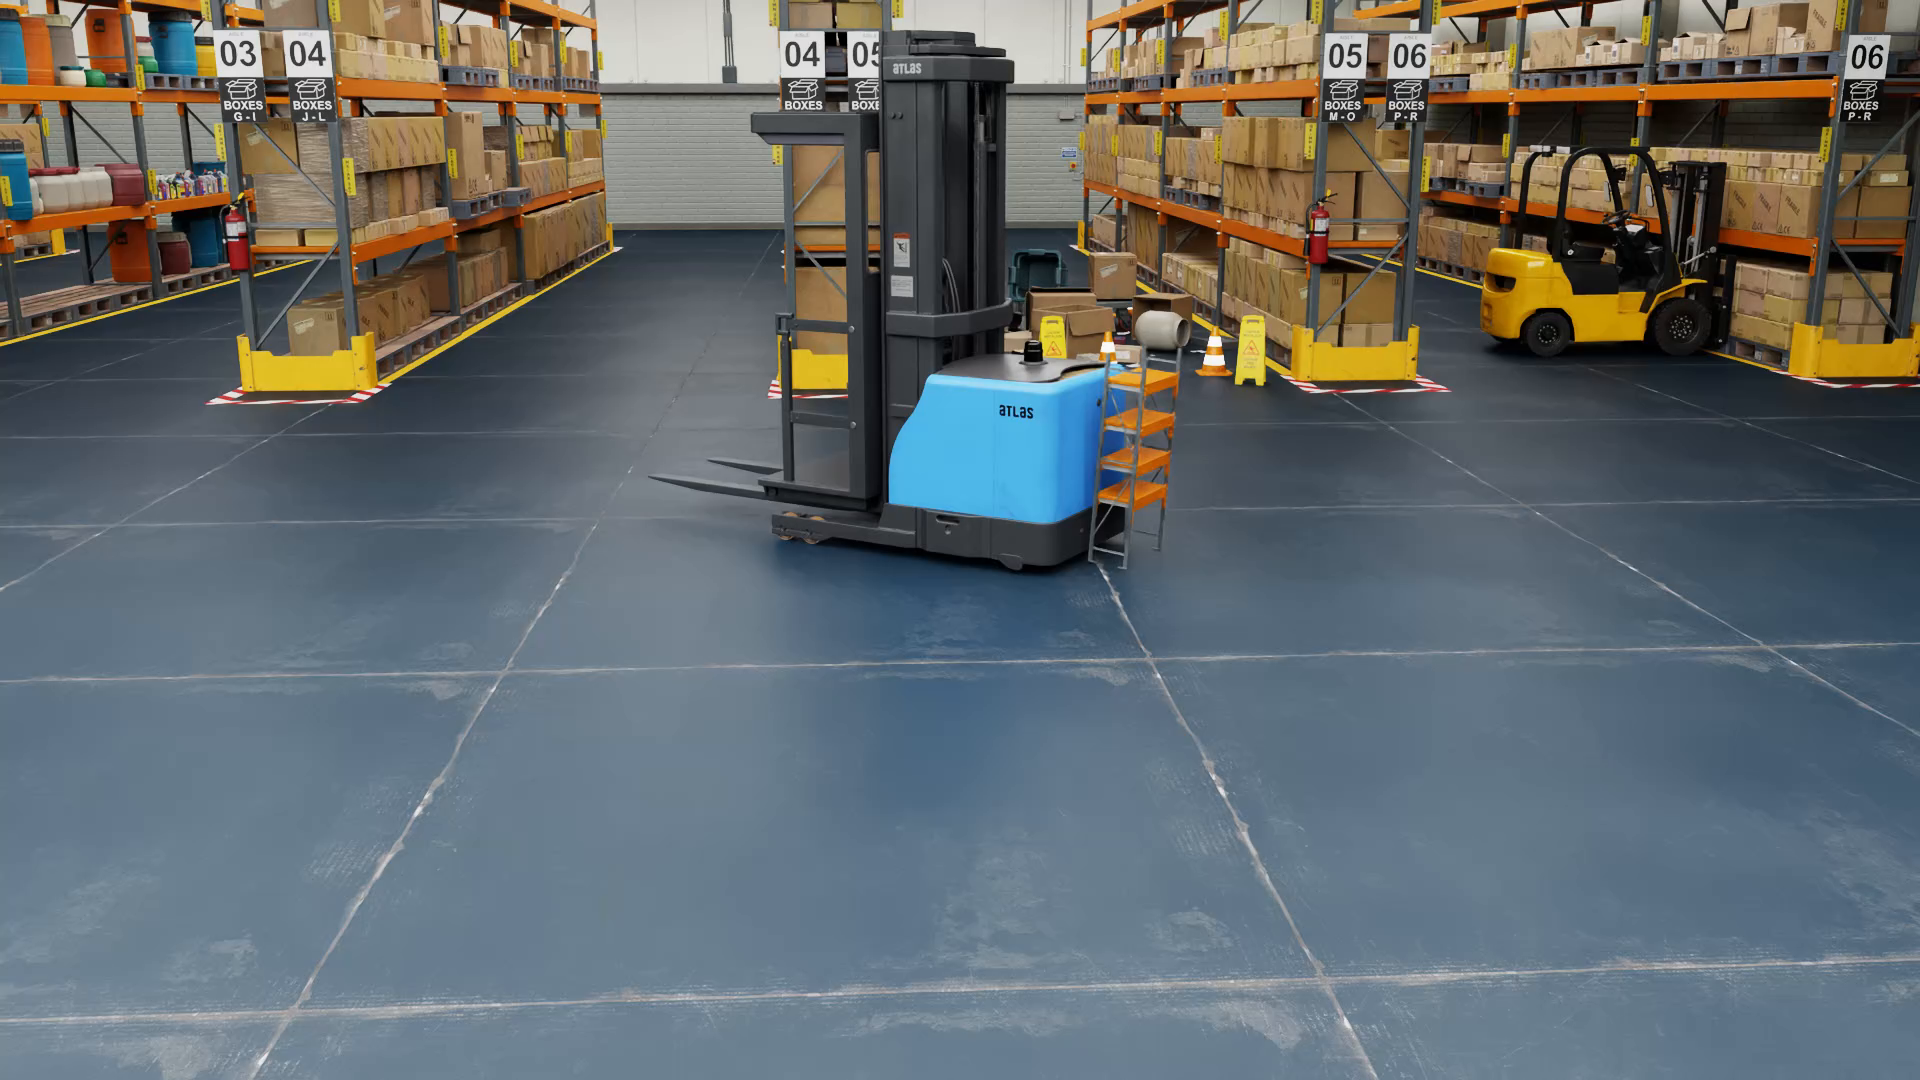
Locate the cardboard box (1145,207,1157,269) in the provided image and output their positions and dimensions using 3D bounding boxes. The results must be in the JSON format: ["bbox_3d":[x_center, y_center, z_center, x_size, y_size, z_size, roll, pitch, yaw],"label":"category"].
[{"bbox_3d":[3.316,-4.569,25.187,0.875,0.875,0.875,-1,14,-3],"label":"cardboard box"}]

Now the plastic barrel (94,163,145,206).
[{"bbox_3d":[-11.176,-4.726,22.100,0.600,0.536,0.708,-1,14,-3],"label":"plastic barrel"}]

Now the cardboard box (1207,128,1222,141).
[{"bbox_3d":[3.265,-4.998,20.488,0.380,0.149,0.250,-1,14,-5],"label":"cardboard box"}]

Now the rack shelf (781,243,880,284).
[{"bbox_3d":[-1.236,-3.058,17.335,1.077,0.370,4.000,-1,14,-3],"label":"rack shelf"}]

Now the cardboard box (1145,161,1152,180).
[{"bbox_3d":[3.008,-5.413,24.344,0.500,0.250,0.500,-1,14,-5],"label":"cardboard box"}]

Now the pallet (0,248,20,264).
[{"bbox_3d":[-16.820,-4.814,28.314,1.003,0.211,1.213,-1,14,-3],"label":"pallet"}]

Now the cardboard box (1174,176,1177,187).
[{"bbox_3d":[3.116,-4.858,22.551,0.380,0.149,0.250,-2,15,-7],"label":"cardboard box"}]

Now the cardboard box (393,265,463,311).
[{"bbox_3d":[-6.333,-3.008,19.830,0.700,0.500,0.500,-2,15,-8],"label":"cardboard box"}]

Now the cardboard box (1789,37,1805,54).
[{"bbox_3d":[8.422,-4.872,16.384,0.380,0.149,0.250,-1,14,-5],"label":"cardboard box"}]

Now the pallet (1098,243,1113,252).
[{"bbox_3d":[3.031,-5.139,29.575,1.003,0.211,1.213,-1,14,-3],"label":"pallet"}]

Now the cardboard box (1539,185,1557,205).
[{"bbox_3d":[8.130,-4.638,22.332,0.500,0.250,0.500,-1,14,-5],"label":"cardboard box"}]

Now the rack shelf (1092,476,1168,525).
[{"bbox_3d":[0.977,-0.229,9.537,0.258,0.148,0.480,13,19,27],"label":"rack shelf"}]

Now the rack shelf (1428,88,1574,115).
[{"bbox_3d":[8.157,-6.679,25.390,1.077,0.370,4.000,-1,14,-3],"label":"rack shelf"}]

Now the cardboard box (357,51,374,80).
[{"bbox_3d":[-5.878,-4.489,15.736,0.500,0.250,0.500,-1,14,-5],"label":"cardboard box"}]

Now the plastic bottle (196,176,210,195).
[{"bbox_3d":[-11.332,-5.305,24.873,0.152,0.276,0.135,-1,14,-3],"label":"plastic bottle"}]

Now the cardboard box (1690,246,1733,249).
[{"bbox_3d":[8.752,-3.319,19.576,0.500,0.250,0.500,-1,14,-2],"label":"cardboard box"}]

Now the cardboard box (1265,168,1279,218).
[{"bbox_3d":[3.460,-3.583,17.133,0.500,0.500,0.500,-1,14,-4],"label":"cardboard box"}]

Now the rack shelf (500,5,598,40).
[{"bbox_3d":[-6.936,-8.702,28.036,1.077,0.370,4.000,-1,14,-3],"label":"rack shelf"}]

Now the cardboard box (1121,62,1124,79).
[{"bbox_3d":[2.761,-7.456,26.392,0.396,0.266,0.258,-1,14,-4],"label":"cardboard box"}]

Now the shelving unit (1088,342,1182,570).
[{"bbox_3d":[0.995,-0.484,9.461,0.258,1.200,0.503,13,19,27],"label":"shelving unit"}]

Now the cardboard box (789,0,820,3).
[{"bbox_3d":[-1.471,-4.956,15.111,0.380,0.149,0.250,-1,14,-3],"label":"cardboard box"}]

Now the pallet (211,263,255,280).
[{"bbox_3d":[-11.749,-4.222,26.013,1.003,0.211,1.213,-1,14,-3],"label":"pallet"}]

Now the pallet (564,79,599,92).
[{"bbox_3d":[-7.003,-8.062,29.498,1.003,0.211,1.213,-1,14,-3],"label":"pallet"}]

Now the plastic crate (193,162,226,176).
[{"bbox_3d":[-12.125,-5.897,26.839,0.392,0.384,0.575,-1,14,-3],"label":"plastic crate"}]

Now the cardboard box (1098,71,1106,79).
[{"bbox_3d":[2.669,-8.298,29.699,0.380,0.149,0.250,0,14,-1],"label":"cardboard box"}]

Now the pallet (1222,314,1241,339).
[{"bbox_3d":[3.652,-2.488,19.273,1.003,0.211,1.213,-1,14,-3],"label":"pallet"}]

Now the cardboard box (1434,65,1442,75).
[{"bbox_3d":[7.680,-7.384,26.146,0.380,0.149,0.250,-1,14,-3],"label":"cardboard box"}]

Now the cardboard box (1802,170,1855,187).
[{"bbox_3d":[8.475,-3.532,16.233,0.380,0.149,0.250,-1,14,-3],"label":"cardboard box"}]

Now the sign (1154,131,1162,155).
[{"bbox_3d":[2.773,-5.551,23.259,0.100,0.325,0.005,-1,14,-3],"label":"sign"}]

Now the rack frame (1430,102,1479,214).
[{"bbox_3d":[8.033,-6.072,27.607,1.000,3.000,0.127,-1,14,-3],"label":"rack frame"}]

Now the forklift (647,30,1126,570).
[{"bbox_3d":[-0.545,-1.499,9.968,3.031,2.935,1.130,8,17,29],"label":"forklift"}]

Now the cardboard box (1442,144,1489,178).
[{"bbox_3d":[7.920,-5.876,25.802,0.700,0.500,0.500,-1,14,-4],"label":"cardboard box"}]

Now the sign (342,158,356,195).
[{"bbox_3d":[-5.527,-3.285,15.037,0.100,0.325,0.005,-1,14,-3],"label":"sign"}]

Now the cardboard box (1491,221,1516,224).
[{"bbox_3d":[8.426,-4.840,25.689,0.380,0.149,0.250,-1,14,-3],"label":"cardboard box"}]

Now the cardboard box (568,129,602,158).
[{"bbox_3d":[-6.767,-7.154,30.011,0.500,0.500,0.500,-1,14,-3],"label":"cardboard box"}]

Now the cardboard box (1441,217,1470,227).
[{"bbox_3d":[7.942,-5.087,26.648,0.380,0.149,0.250,-1,14,-4],"label":"cardboard box"}]

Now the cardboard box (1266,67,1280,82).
[{"bbox_3d":[3.382,-4.807,17.174,0.380,0.149,0.250,-1,14,-4],"label":"cardboard box"}]

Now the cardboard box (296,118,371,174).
[{"bbox_3d":[-5.830,-3.675,15.486,0.500,0.500,0.500,-1,14,-3],"label":"cardboard box"}]

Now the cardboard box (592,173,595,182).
[{"bbox_3d":[-6.644,-6.377,29.297,0.380,0.149,0.250,-1,14,-5],"label":"cardboard box"}]

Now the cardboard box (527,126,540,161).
[{"bbox_3d":[-6.679,-5.892,24.693,0.797,0.503,0.637,0,14,-2],"label":"cardboard box"}]

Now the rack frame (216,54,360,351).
[{"bbox_3d":[-6.068,-2.857,15.112,1.000,3.000,0.127,-1,14,-3],"label":"rack frame"}]

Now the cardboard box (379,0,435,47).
[{"bbox_3d":[-6.034,-5.631,18.073,0.500,0.500,0.500,-1,14,-5],"label":"cardboard box"}]

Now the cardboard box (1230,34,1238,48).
[{"bbox_3d":[3.268,-5.639,18.807,0.380,0.149,0.250,-1,14,-4],"label":"cardboard box"}]

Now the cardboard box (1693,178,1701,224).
[{"bbox_3d":[8.377,-3.762,18.426,0.500,0.500,0.500,-1,14,-4],"label":"cardboard box"}]

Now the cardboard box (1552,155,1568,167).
[{"bbox_3d":[8.097,-5.035,22.075,0.380,0.149,0.250,-1,14,-2],"label":"cardboard box"}]

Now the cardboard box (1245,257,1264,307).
[{"bbox_3d":[3.417,-2.827,18.165,0.500,0.500,0.500,0,14,-1],"label":"cardboard box"}]

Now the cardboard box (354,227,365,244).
[{"bbox_3d":[-5.844,-2.873,15.676,0.380,0.149,0.250,-1,14,-3],"label":"cardboard box"}]

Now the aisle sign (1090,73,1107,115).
[{"bbox_3d":[2.537,-8.262,30.900,0.394,0.787,0.004,-1,14,-3],"label":"aisle sign"}]

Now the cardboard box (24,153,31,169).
[{"bbox_3d":[-16.612,-6.497,29.057,0.500,0.500,0.500,-1,14,-3],"label":"cardboard box"}]

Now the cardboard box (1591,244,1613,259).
[{"bbox_3d":[8.445,-3.459,21.372,0.875,0.625,0.625,-1,14,-4],"label":"cardboard box"}]

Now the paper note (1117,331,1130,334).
[{"bbox_3d":[1.905,-2.409,19.328,0.148,0.019,0.142,-1,14,-3],"label":"paper note"}]

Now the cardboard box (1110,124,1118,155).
[{"bbox_3d":[2.774,-6.641,27.608,0.500,0.500,0.500,-1,14,-4],"label":"cardboard box"}]

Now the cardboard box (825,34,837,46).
[{"bbox_3d":[-1.609,-5.554,18.232,0.500,0.250,0.500,-1,14,-3],"label":"cardboard box"}]

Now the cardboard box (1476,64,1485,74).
[{"bbox_3d":[7.965,-7.056,24.910,0.380,0.149,0.250,0,14,-2],"label":"cardboard box"}]
